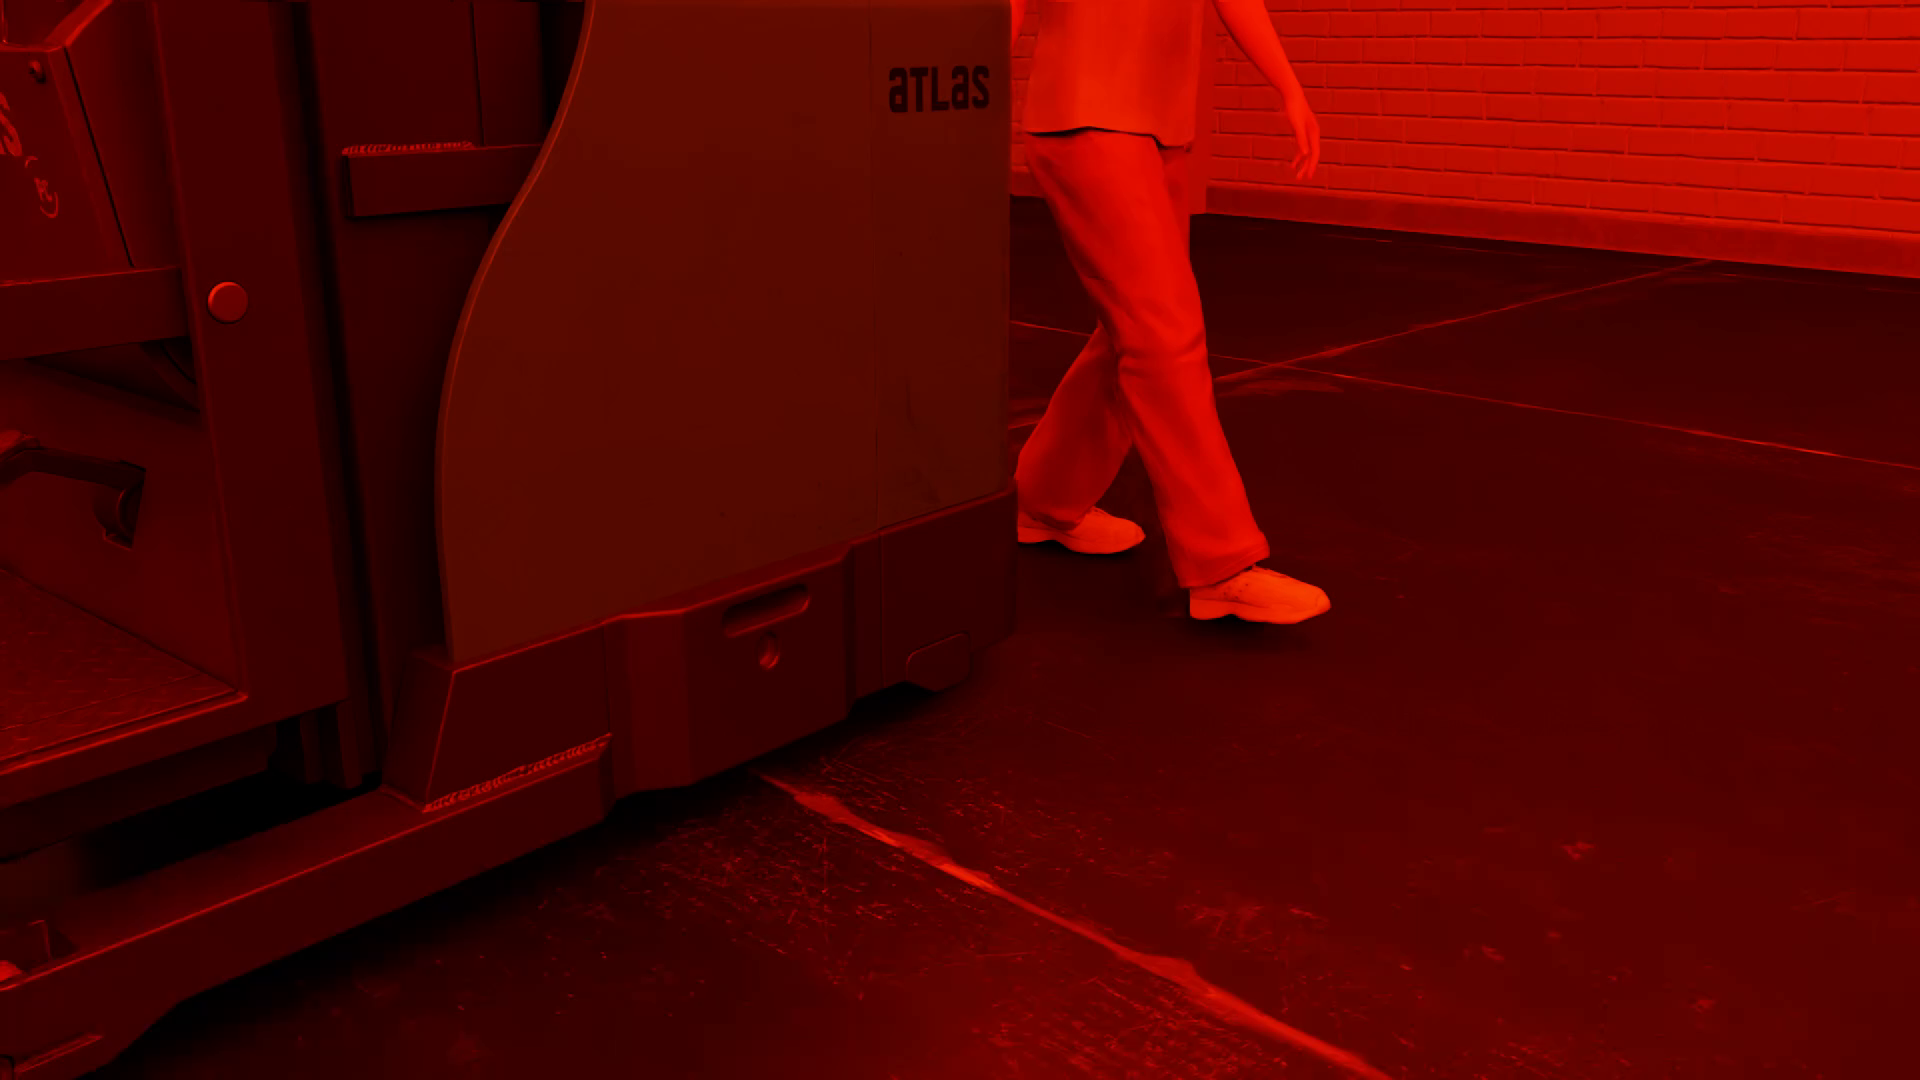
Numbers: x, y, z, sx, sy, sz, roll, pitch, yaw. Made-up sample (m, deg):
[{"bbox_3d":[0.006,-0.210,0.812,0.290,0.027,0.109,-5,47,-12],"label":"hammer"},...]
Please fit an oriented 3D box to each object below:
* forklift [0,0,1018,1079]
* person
[{"bbox_3d":[-1.254,-0.960,1.534,1.130,2.935,3.031,14,22,39],"label":"forklift"},{"bbox_3d":[0.361,-0.686,2.870,0.814,1.619,0.645,12,21,33],"label":"person"}]
